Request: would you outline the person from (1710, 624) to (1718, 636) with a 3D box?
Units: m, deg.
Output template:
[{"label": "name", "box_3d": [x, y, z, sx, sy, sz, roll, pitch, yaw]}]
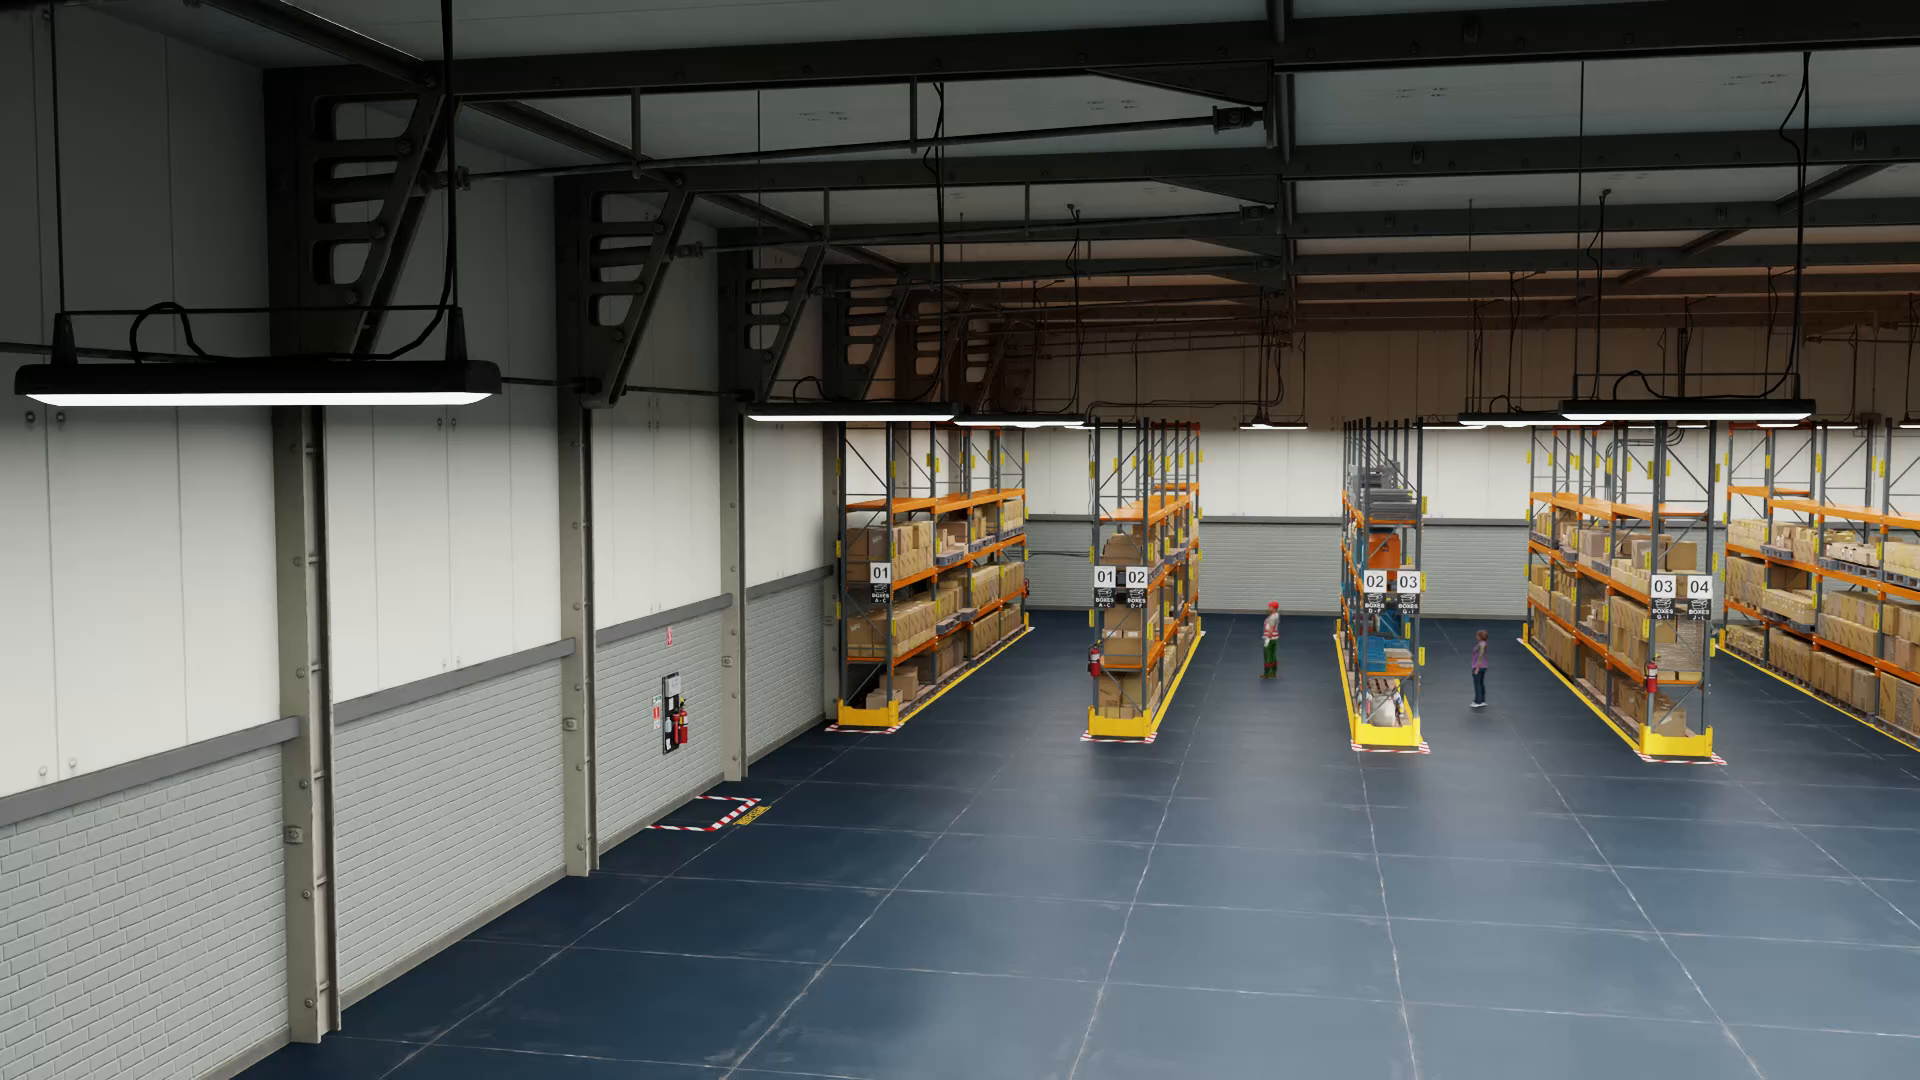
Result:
[{"label": "person", "box_3d": [20.553, 1.888, 46.144, 0.873, 1.646, 0.493, 0, 4, -5]}]

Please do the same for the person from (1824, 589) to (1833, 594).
[{"label": "person", "box_3d": [22.526, 2.087, 43.074, 0.466, 1.657, 0.520, 3, 5, 40]}]

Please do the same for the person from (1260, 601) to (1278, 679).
[{"label": "person", "box_3d": [7.220, 2.320, 38.721, 0.441, 1.795, 0.567, 2, 4, 33]}]

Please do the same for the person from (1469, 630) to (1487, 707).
[{"label": "person", "box_3d": [10.830, 2.678, 34.691, 0.346, 1.611, 0.420, 3, 5, 37]}]

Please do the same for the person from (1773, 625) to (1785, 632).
[{"label": "person", "box_3d": [23.174, 1.822, 47.130, 0.472, 1.651, 0.457, -2, 4, -30]}]
